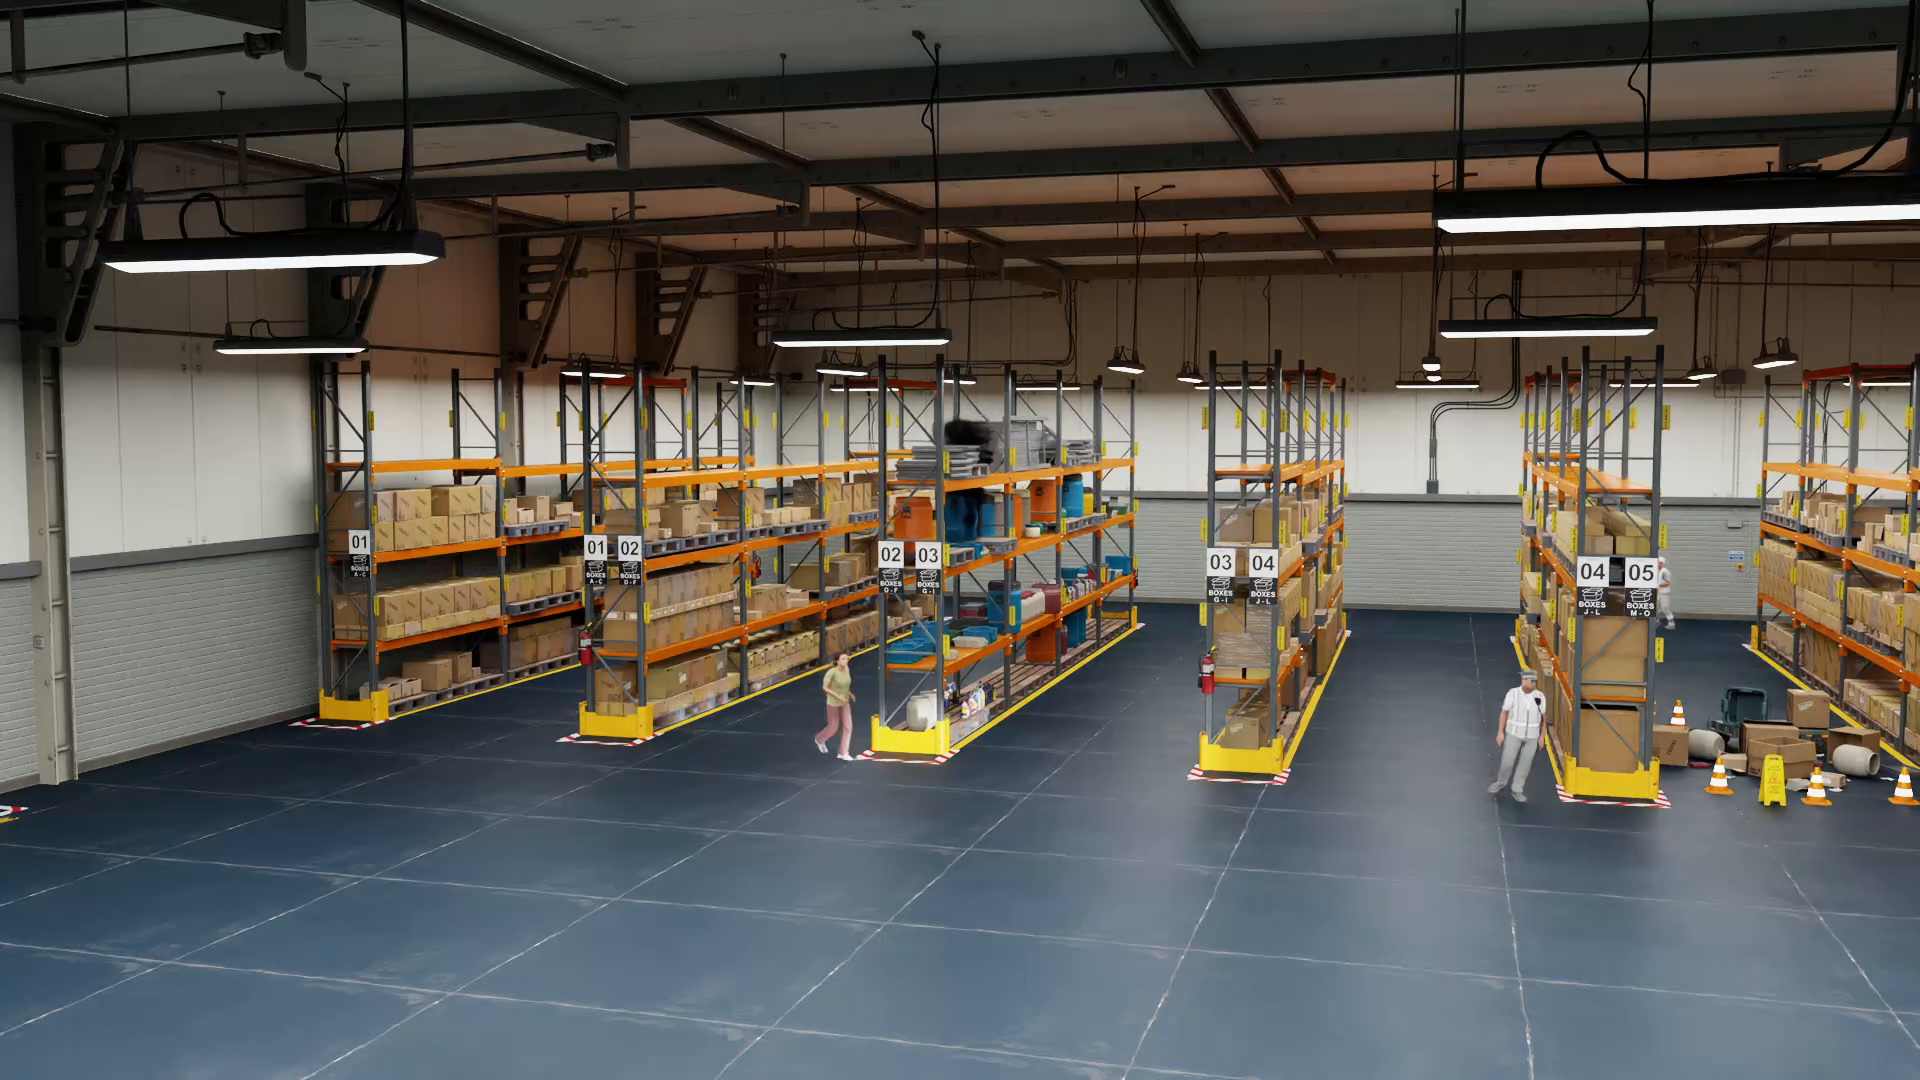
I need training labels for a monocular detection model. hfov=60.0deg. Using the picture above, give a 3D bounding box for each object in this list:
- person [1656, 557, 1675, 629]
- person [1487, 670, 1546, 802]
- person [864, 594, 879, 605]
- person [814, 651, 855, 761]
[{"bbox_3d":[16.736,1.288,39.691,0.797,1.784,0.573,-1,4,-17],"label":"person"},{"bbox_3d":[7.354,2.575,21.950,0.701,1.770,0.516,0,4,4],"label":"person"},{"bbox_3d":[-2.225,1.081,42.734,0.713,1.748,0.704,1,4,13],"label":"person"},{"bbox_3d":[-1.872,2.433,24.673,0.571,1.629,0.841,-3,5,-40],"label":"person"}]
